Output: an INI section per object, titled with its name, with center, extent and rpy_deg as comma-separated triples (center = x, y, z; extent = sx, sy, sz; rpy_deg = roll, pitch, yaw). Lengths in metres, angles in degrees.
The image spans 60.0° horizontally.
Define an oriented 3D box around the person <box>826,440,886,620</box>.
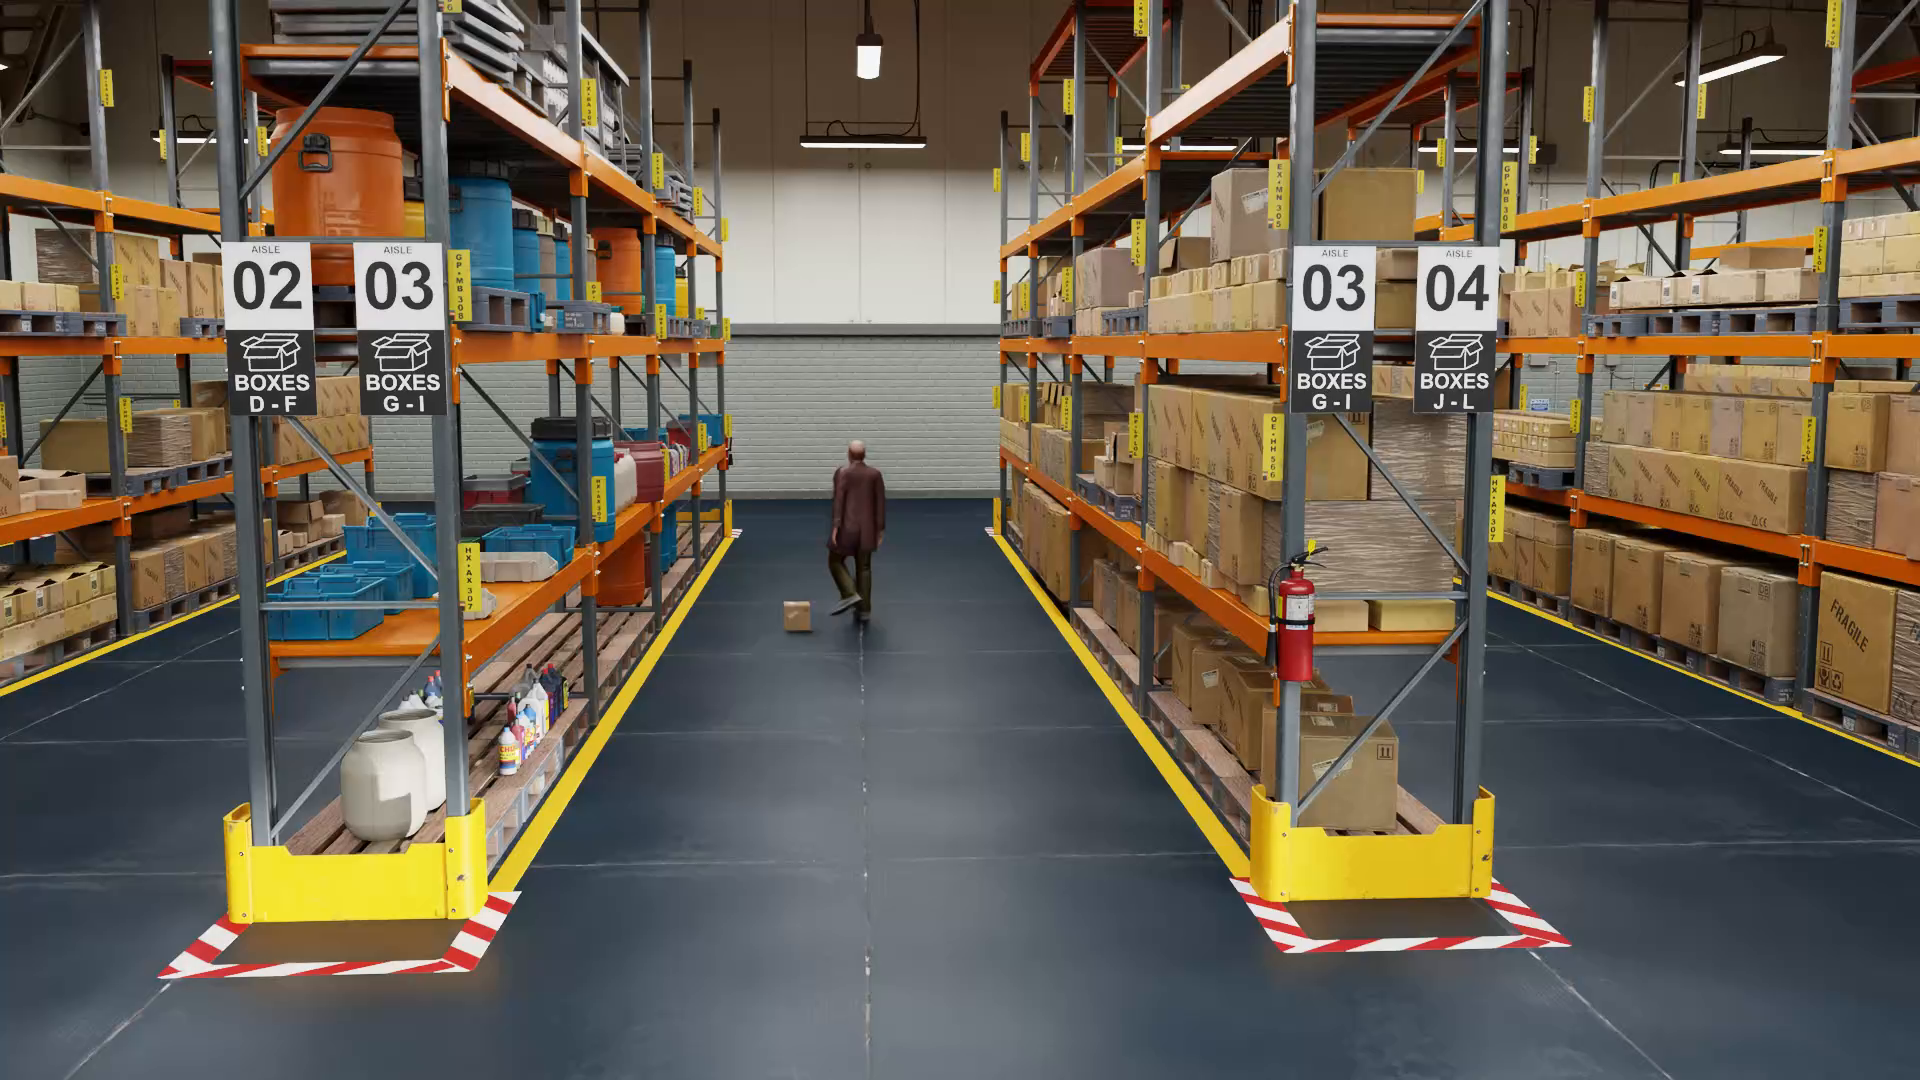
[person]
center = -1.027, -0.103, 16.522
extent = 0.621, 1.768, 0.512
rpy_deg = -3, 7, -25
